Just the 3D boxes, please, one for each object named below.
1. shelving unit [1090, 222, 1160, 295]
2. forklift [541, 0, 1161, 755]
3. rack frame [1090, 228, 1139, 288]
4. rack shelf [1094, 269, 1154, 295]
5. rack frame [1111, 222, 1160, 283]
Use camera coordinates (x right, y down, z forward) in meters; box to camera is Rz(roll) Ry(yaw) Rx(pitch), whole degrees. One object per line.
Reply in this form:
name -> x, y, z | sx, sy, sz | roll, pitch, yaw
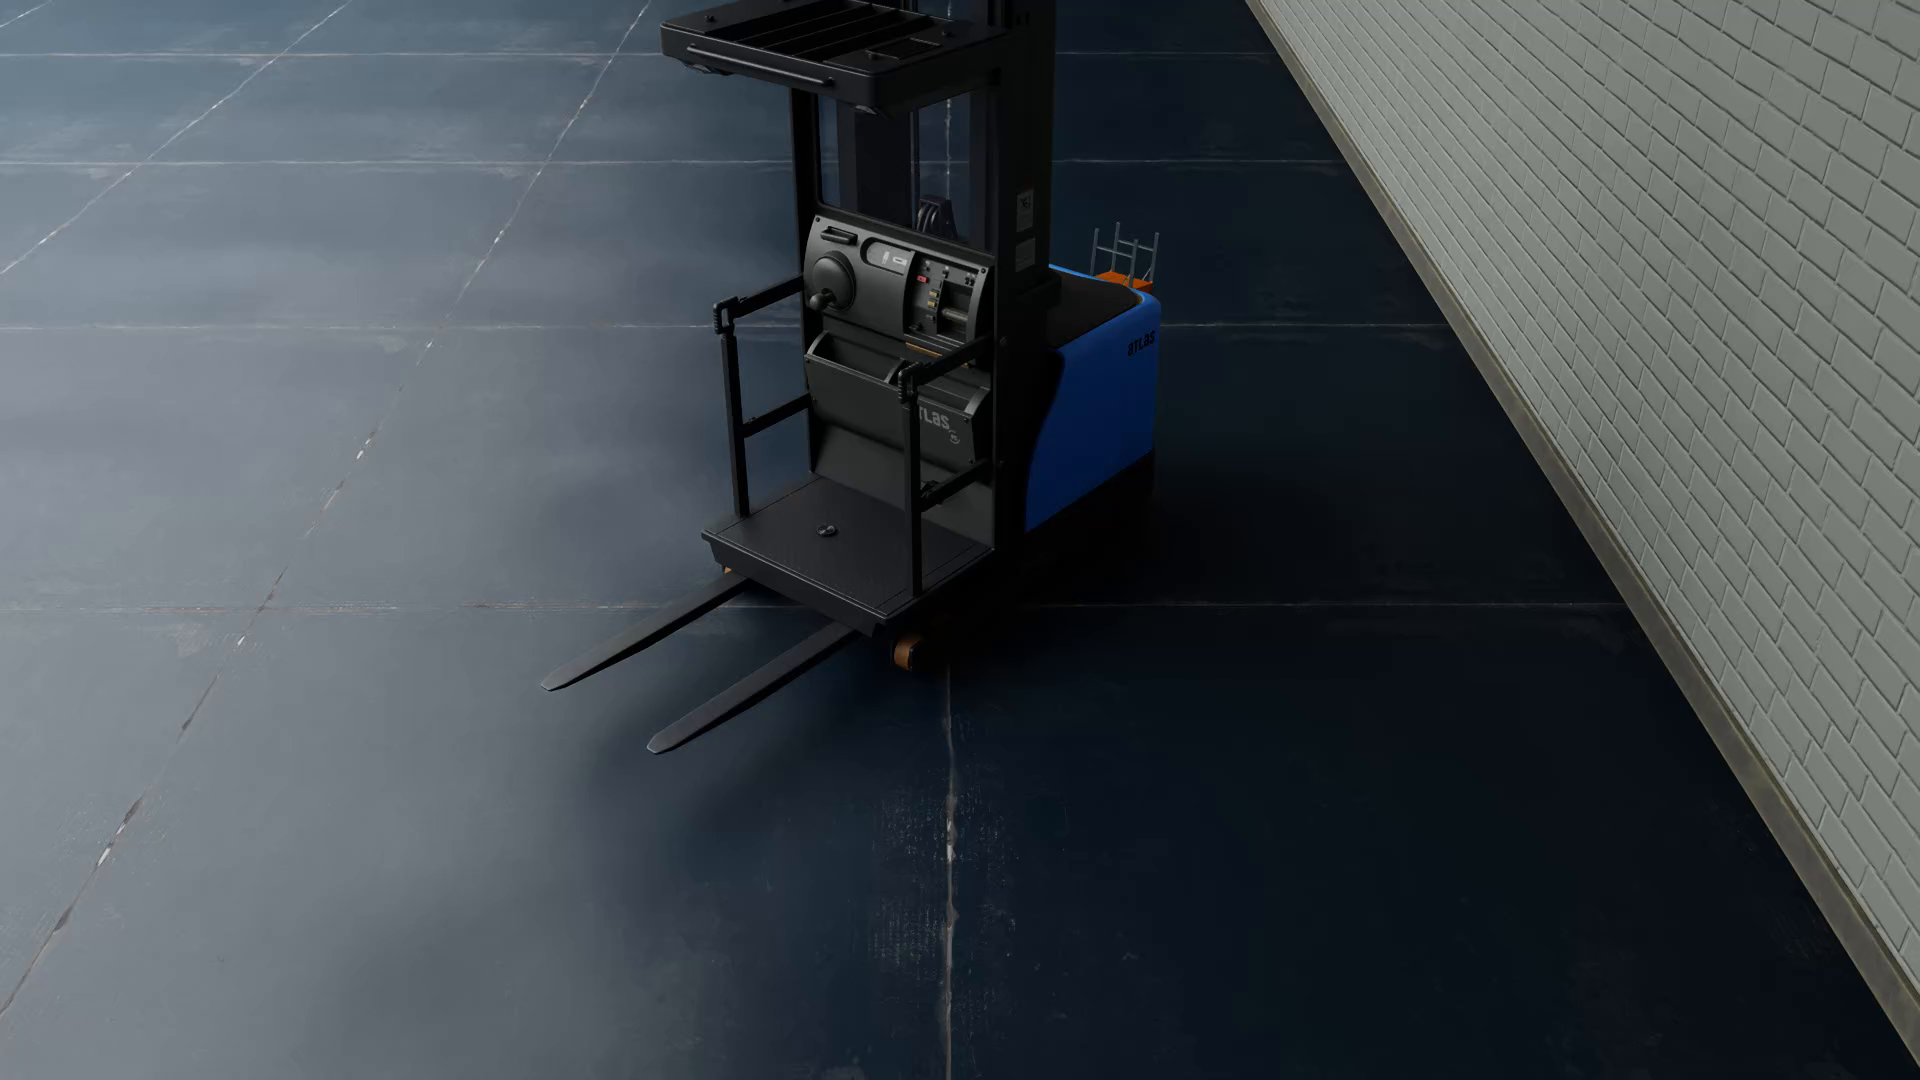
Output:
shelving unit -> 0.741, -0.915, 8.088 | 0.258, 1.200, 0.189 | 23, 31, 32
forklift -> -0.399, -1.001, 6.575 | 1.130, 2.935, 3.031 | 23, 38, 33
rack frame -> 0.685, -0.889, 8.021 | 0.240, 1.200, 0.006 | 23, 31, 32
rack shelf -> 0.766, -1.199, 7.952 | 0.258, 0.103, 0.180 | 23, 31, 32
rack frame -> 0.798, -0.942, 8.154 | 0.240, 1.200, 0.006 | 23, 31, 32
